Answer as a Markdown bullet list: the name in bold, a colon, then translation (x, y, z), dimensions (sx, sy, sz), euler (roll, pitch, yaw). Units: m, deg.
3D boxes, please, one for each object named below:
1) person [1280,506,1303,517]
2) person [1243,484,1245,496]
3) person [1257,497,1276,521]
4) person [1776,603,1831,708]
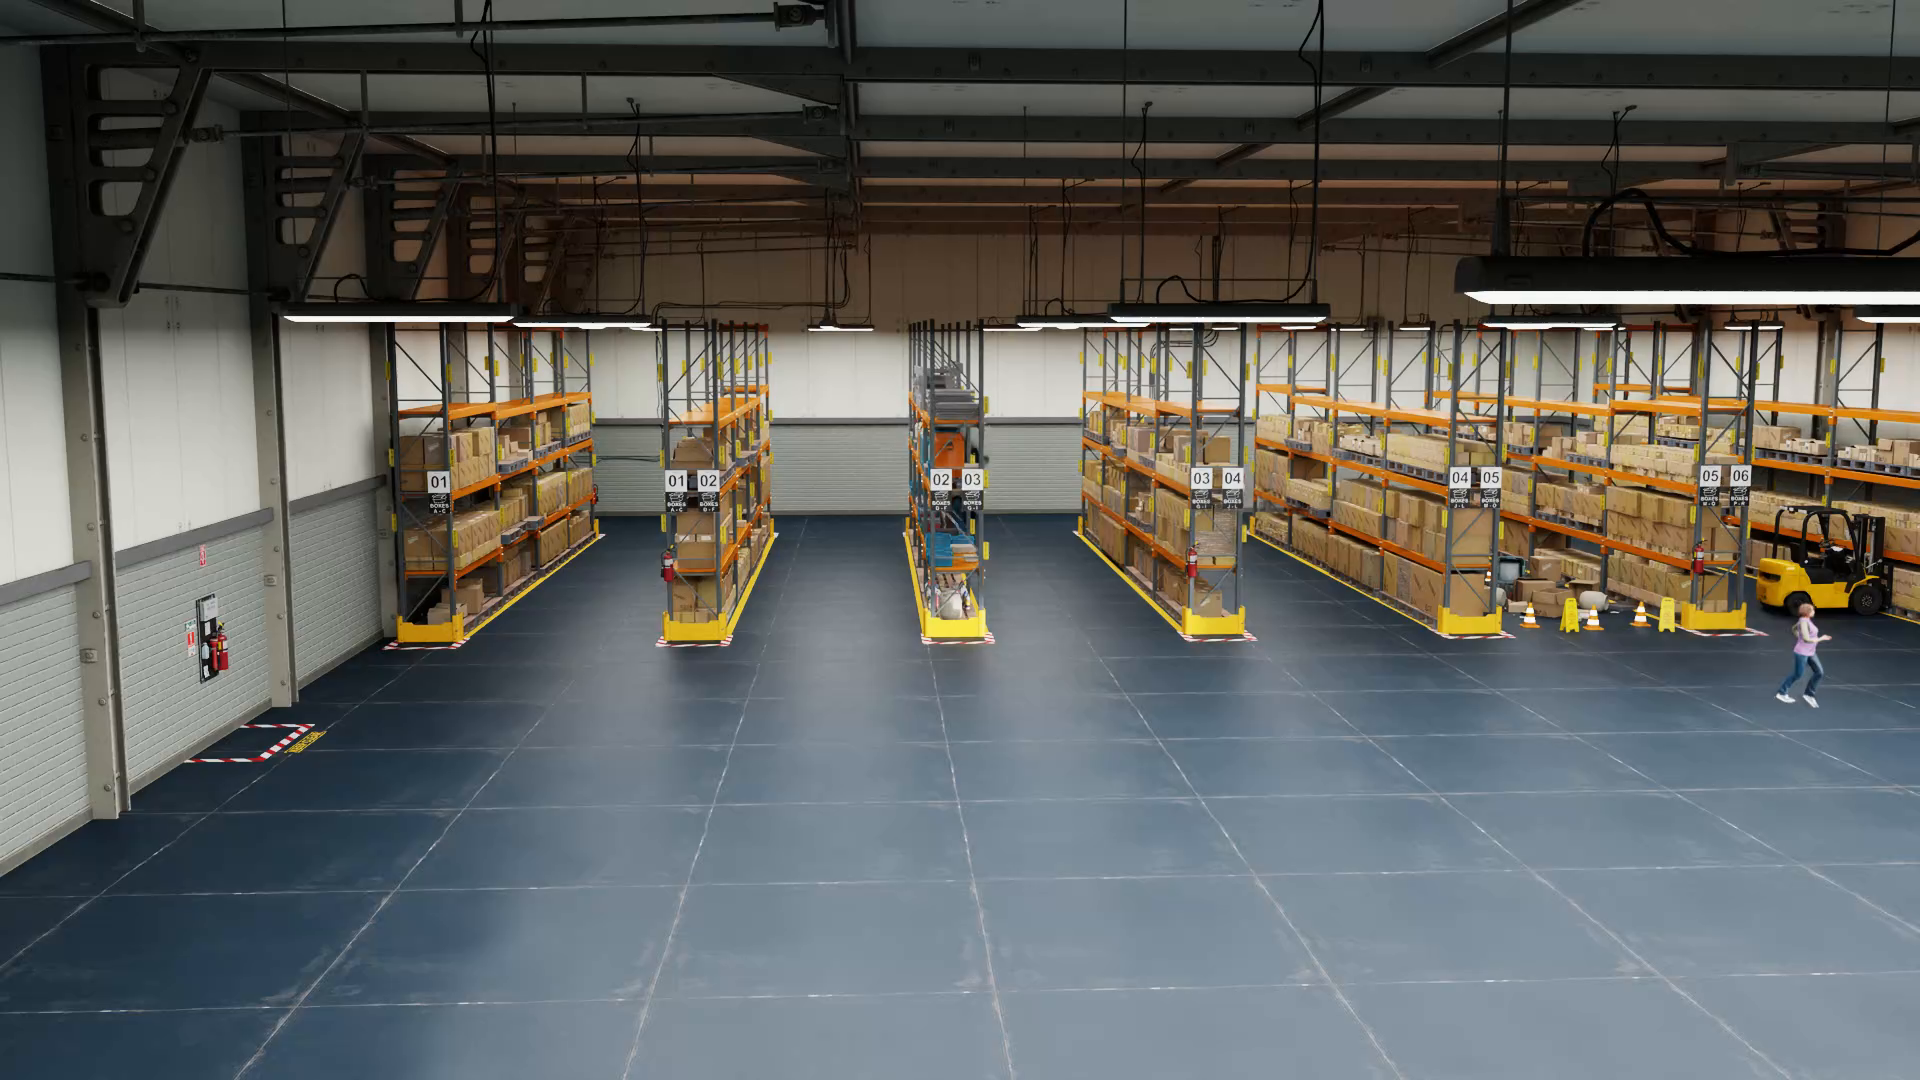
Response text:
- **person**: translation (9.816, -1.278, 49.364), dimensions (0.897, 1.819, 0.671), euler (-3, 8, -26)
- **person**: translation (8.066, -1.163, 49.015), dimensions (0.550, 1.687, 0.880), euler (-4, 8, -29)
- **person**: translation (9.048, -1.138, 49.021), dimensions (0.997, 1.696, 0.552), euler (-1, 7, -8)
- **person**: translation (12.991, 1.778, 25.580), dimensions (0.702, 1.641, 0.507), euler (6, 9, 40)
